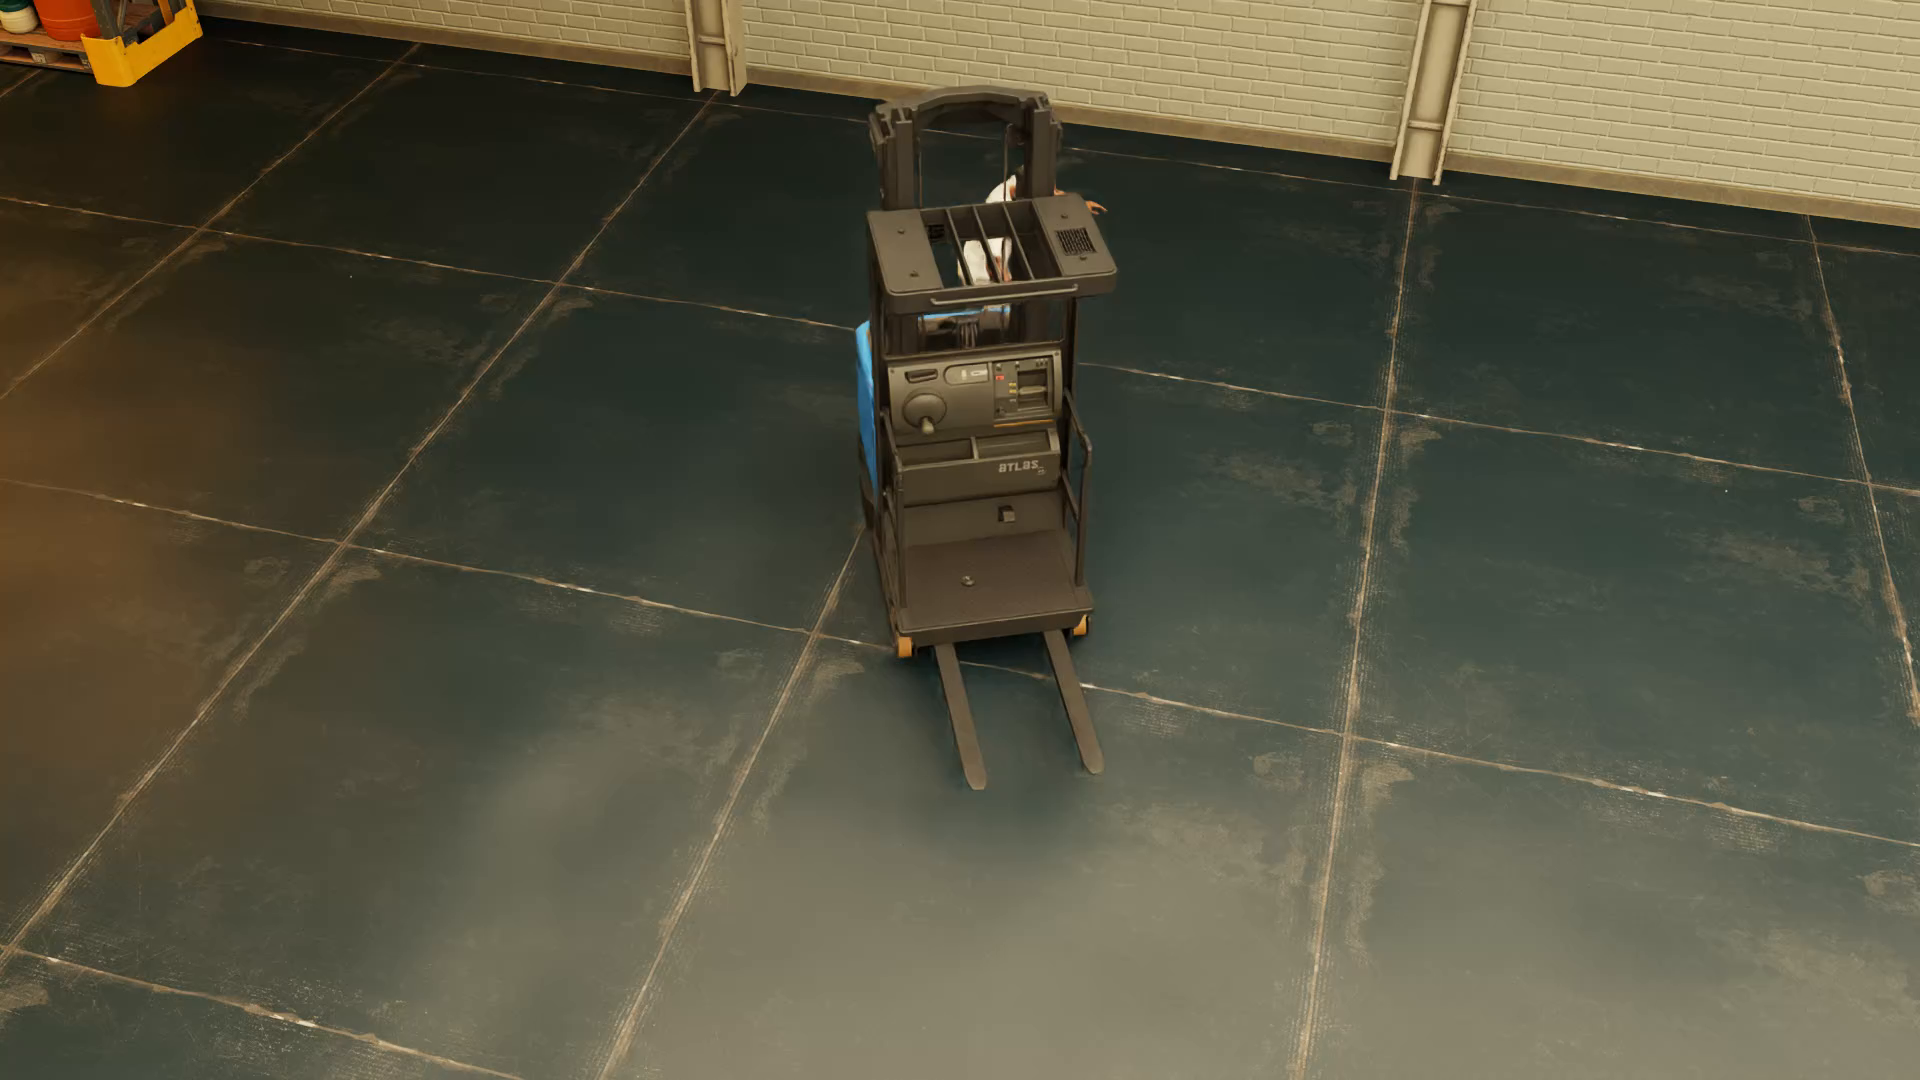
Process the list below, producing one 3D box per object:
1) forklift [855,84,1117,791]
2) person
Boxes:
[{"bbox_3d":[0.124,-0.704,8.664,1.130,2.935,3.031,-7,42,-8],"label":"forklift"},{"bbox_3d":[0.410,-1.711,10.907,0.912,1.515,1.242,9,42,10],"label":"person"}]
